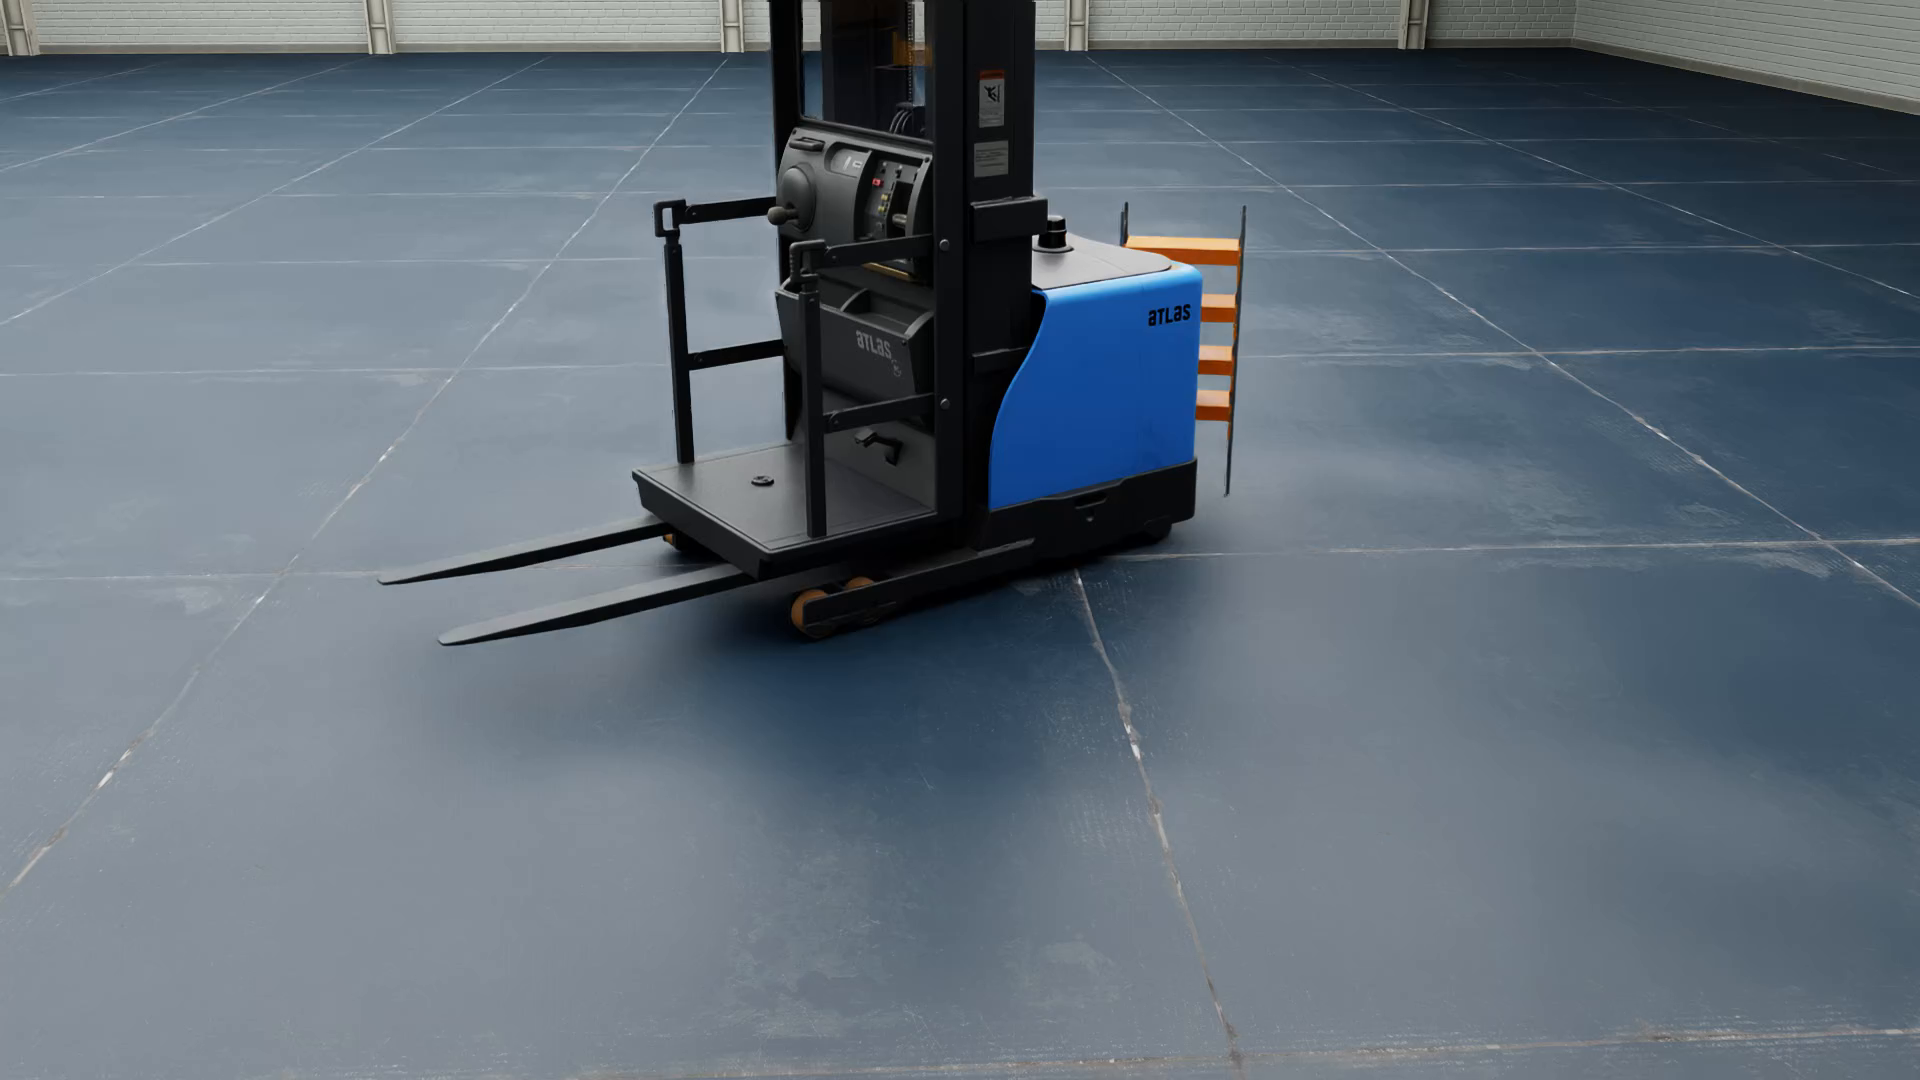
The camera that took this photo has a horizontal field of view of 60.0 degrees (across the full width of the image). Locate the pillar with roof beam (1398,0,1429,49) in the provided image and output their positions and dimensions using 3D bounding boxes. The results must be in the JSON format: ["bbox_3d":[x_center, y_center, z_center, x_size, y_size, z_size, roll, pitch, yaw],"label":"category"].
[{"bbox_3d":[8.276,-11.430,23.996,0.400,9.000,9.100,-1,21,-3],"label":"pillar with roof beam"}]

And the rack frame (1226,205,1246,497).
[{"bbox_3d":[1.162,-0.789,7.006,0.015,1.200,0.240,3,21,9],"label":"rack frame"}]

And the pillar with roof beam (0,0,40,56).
[{"bbox_3d":[-15.685,-10.943,22.716,0.400,9.000,9.100,-1,21,-3],"label":"pillar with roof beam"}]

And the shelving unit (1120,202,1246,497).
[{"bbox_3d":[0.921,-0.803,7.043,0.503,1.200,0.258,3,21,9],"label":"shelving unit"}]

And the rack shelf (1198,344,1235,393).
[{"bbox_3d":[0.921,-0.740,7.067,0.480,0.148,0.258,3,21,9],"label":"rack shelf"}]

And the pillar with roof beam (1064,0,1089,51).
[{"bbox_3d":[2.286,-11.308,23.676,0.400,9.000,9.100,-1,21,-3],"label":"pillar with roof beam"}]

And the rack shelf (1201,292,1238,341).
[{"bbox_3d":[0.921,-0.949,6.987,0.480,0.148,0.258,3,21,9],"label":"rack shelf"}]

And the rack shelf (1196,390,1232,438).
[{"bbox_3d":[0.921,-0.554,7.138,0.480,0.148,0.258,3,21,9],"label":"rack shelf"}]

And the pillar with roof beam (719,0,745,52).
[{"bbox_3d":[-3.704,-11.186,23.356,0.400,9.000,9.100,-1,21,-3],"label":"pillar with roof beam"}]

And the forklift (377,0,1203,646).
[{"bbox_3d":[-0.554,-1.245,5.771,3.031,2.935,1.130,-14,25,-33],"label":"forklift"}]

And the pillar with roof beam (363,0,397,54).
[{"bbox_3d":[-9.694,-11.065,23.036,0.400,9.000,9.100,-1,21,-3],"label":"pillar with roof beam"}]

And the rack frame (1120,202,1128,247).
[{"bbox_3d":[0.680,-0.817,7.080,0.015,1.200,0.240,3,21,9],"label":"rack frame"}]

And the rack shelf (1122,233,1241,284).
[{"bbox_3d":[0.921,-1.170,6.903,0.480,0.148,0.258,3,21,9],"label":"rack shelf"}]
